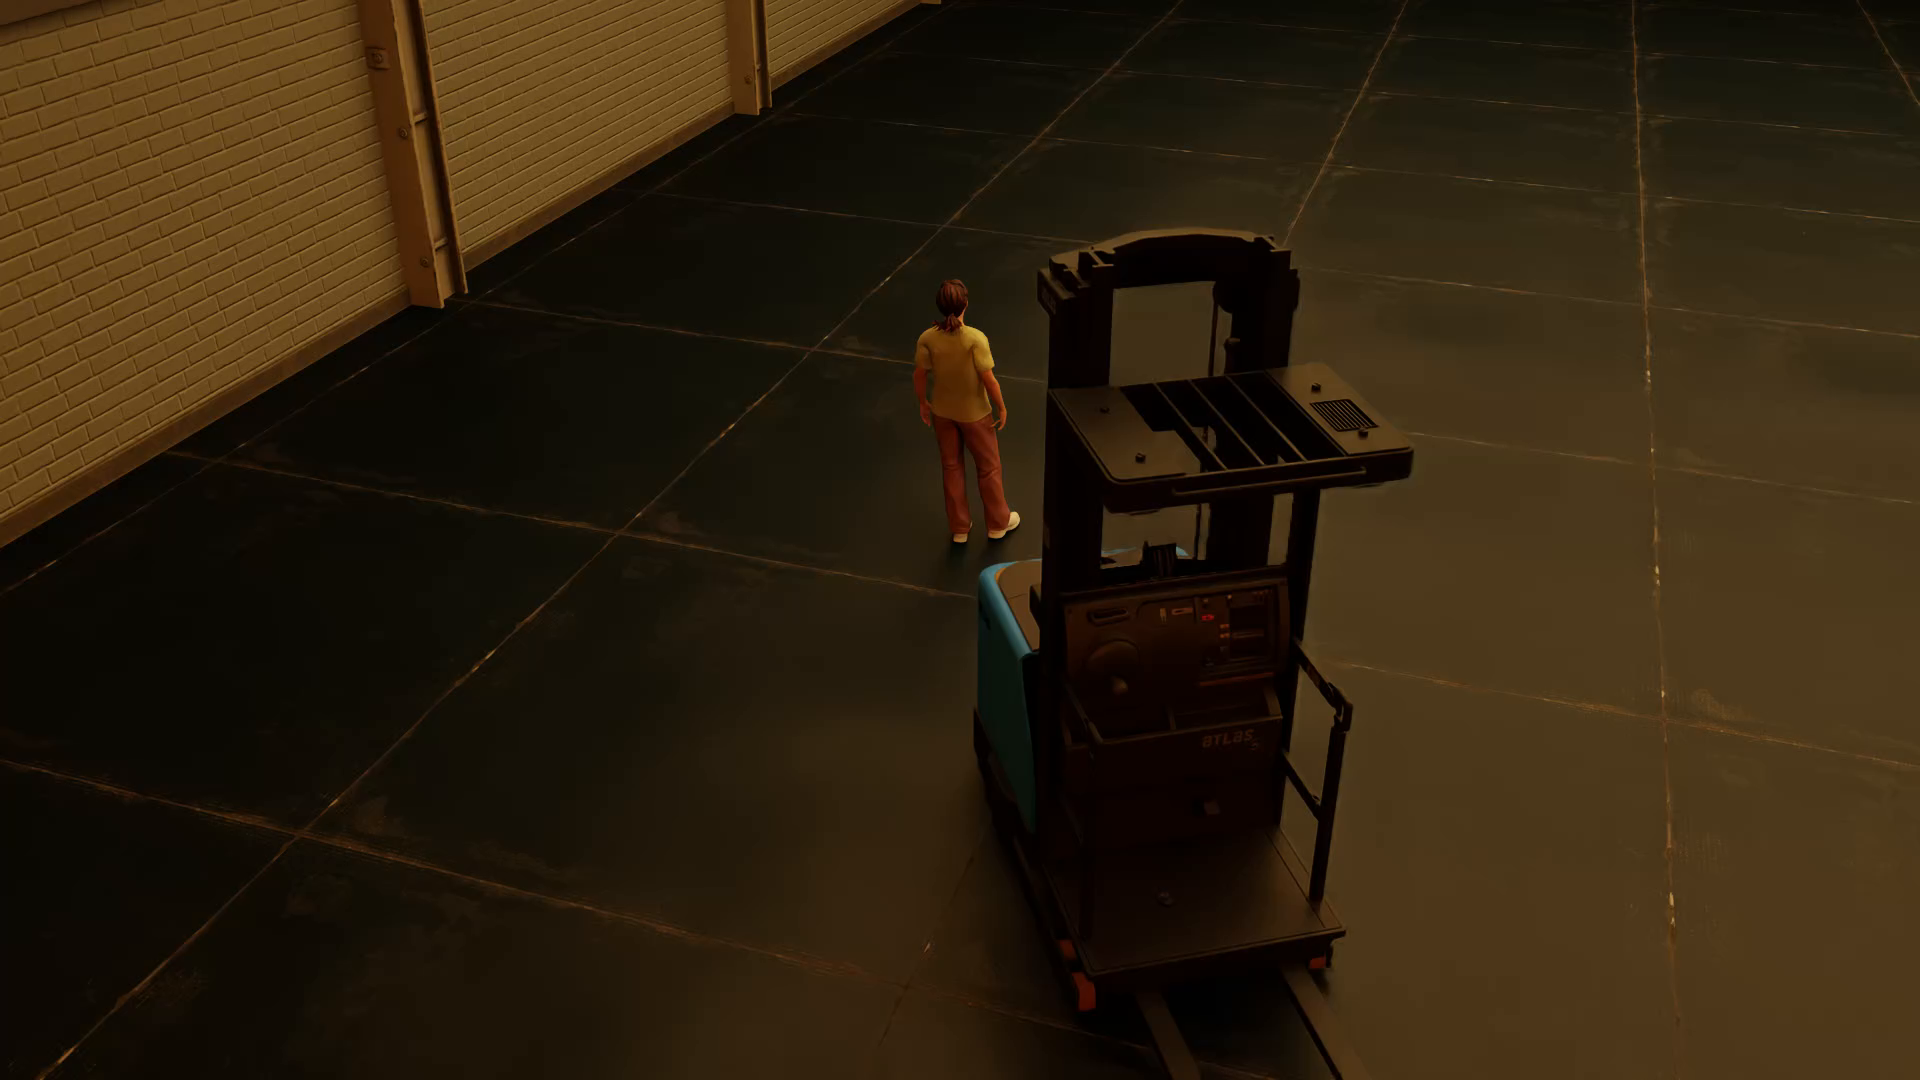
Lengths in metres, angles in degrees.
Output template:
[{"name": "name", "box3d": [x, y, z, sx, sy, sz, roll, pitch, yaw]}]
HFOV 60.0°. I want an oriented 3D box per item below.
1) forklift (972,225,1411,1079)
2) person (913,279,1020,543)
[{"name": "forklift", "box3d": [0.907, 0.417, 6.405, 1.130, 2.935, 3.031, -7, 30, -12]}, {"name": "person", "box3d": [0.035, -0.763, 9.738, 0.553, 1.663, 0.548, 10, 31, 16]}]
